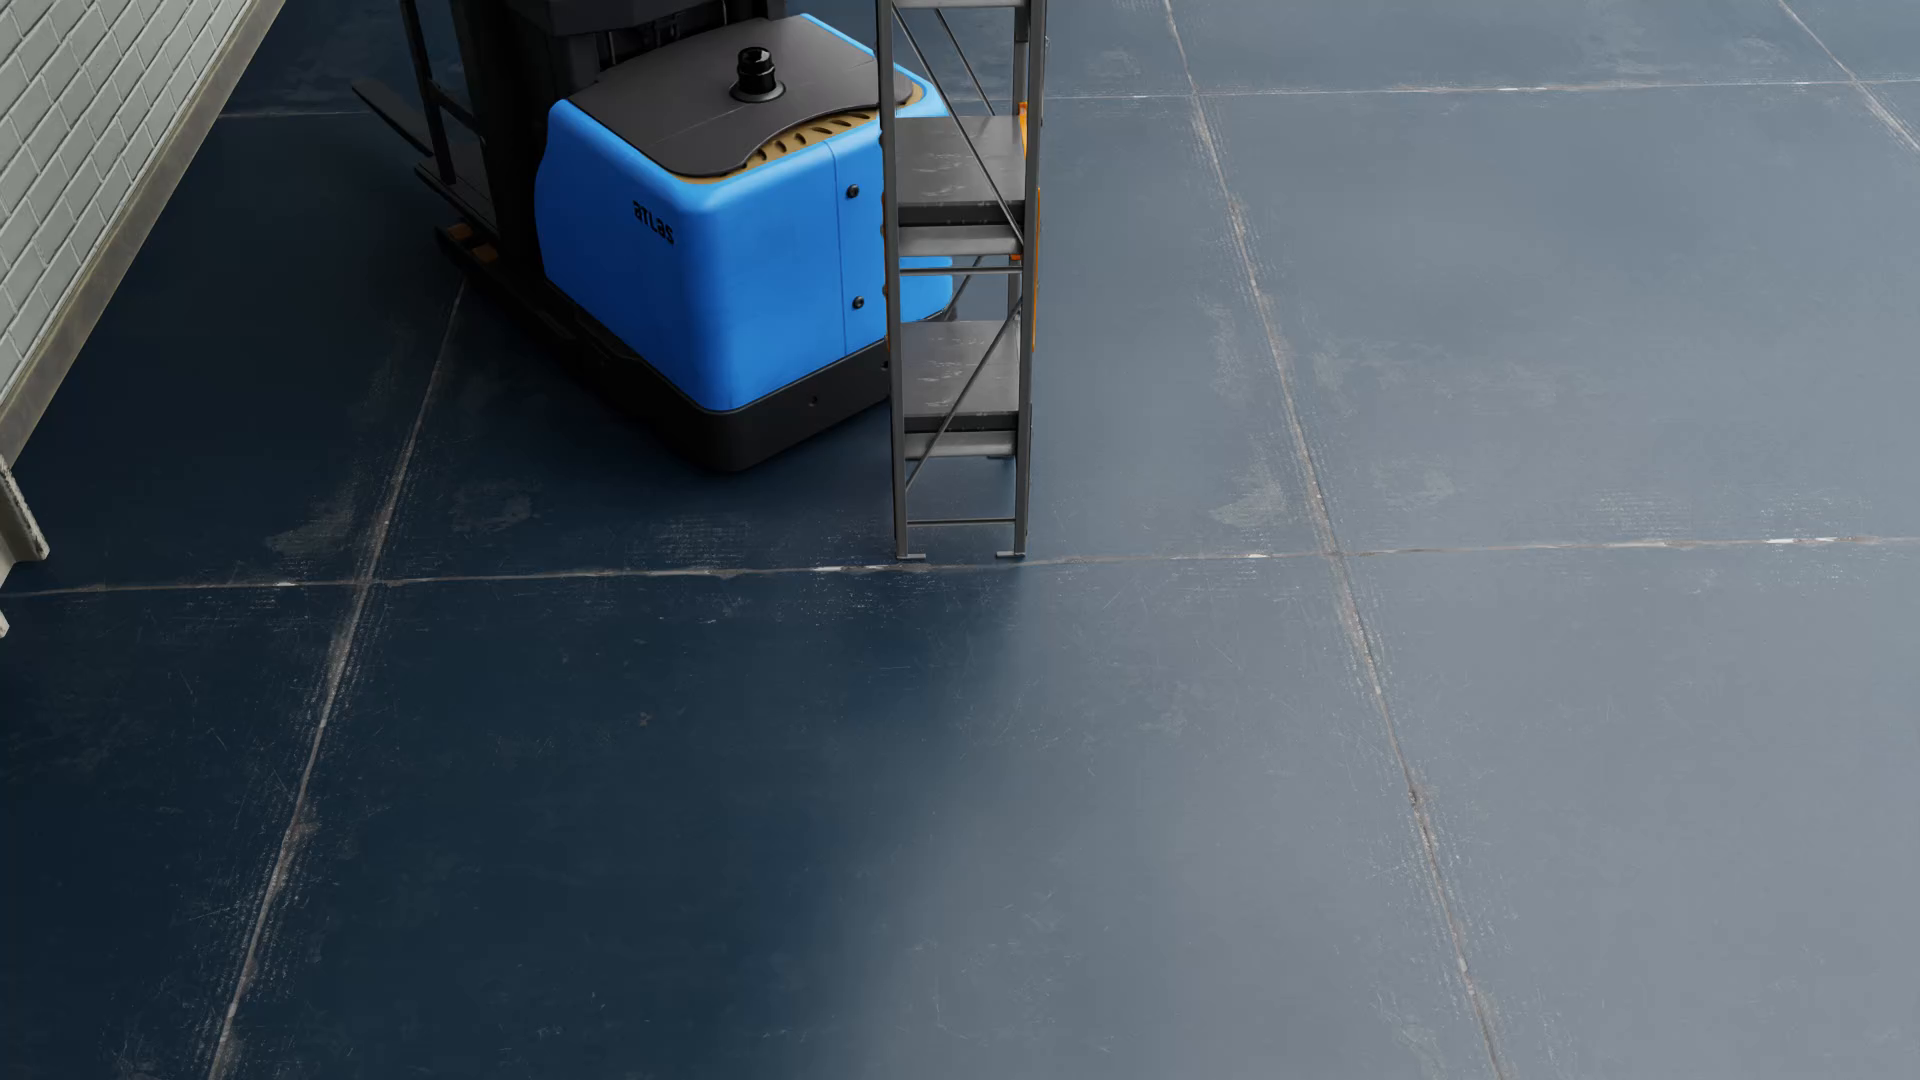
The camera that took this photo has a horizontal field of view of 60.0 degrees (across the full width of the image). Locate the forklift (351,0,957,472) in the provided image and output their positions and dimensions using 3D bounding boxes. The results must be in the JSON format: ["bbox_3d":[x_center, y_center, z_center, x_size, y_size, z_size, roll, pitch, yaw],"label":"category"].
[{"bbox_3d":[-1.347,-2.225,5.509,1.130,2.935,3.031,-30,50,-29],"label":"forklift"}]

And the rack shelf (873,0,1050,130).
[{"bbox_3d":[-0.007,-1.392,4.199,0.431,0.518,0.480,-2,43,-2],"label":"rack shelf"}]

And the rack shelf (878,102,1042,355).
[{"bbox_3d":[-0.007,-0.876,4.672,0.431,0.518,0.480,-2,43,-2],"label":"rack shelf"}]

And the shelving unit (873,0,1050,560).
[{"bbox_3d":[-0.007,-0.886,4.662,0.431,2.100,0.503,-2,43,-2],"label":"shelving unit"}]

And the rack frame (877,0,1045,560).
[{"bbox_3d":[0.003,-0.721,4.483,0.400,2.100,0.015,-2,43,-2],"label":"rack frame"}]

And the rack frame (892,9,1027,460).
[{"bbox_3d":[-0.017,-1.051,4.842,0.400,2.100,0.015,-2,43,-2],"label":"rack frame"}]

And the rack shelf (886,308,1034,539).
[{"bbox_3d":[-0.007,-0.360,5.145,0.431,0.518,0.480,-2,43,-2],"label":"rack shelf"}]
